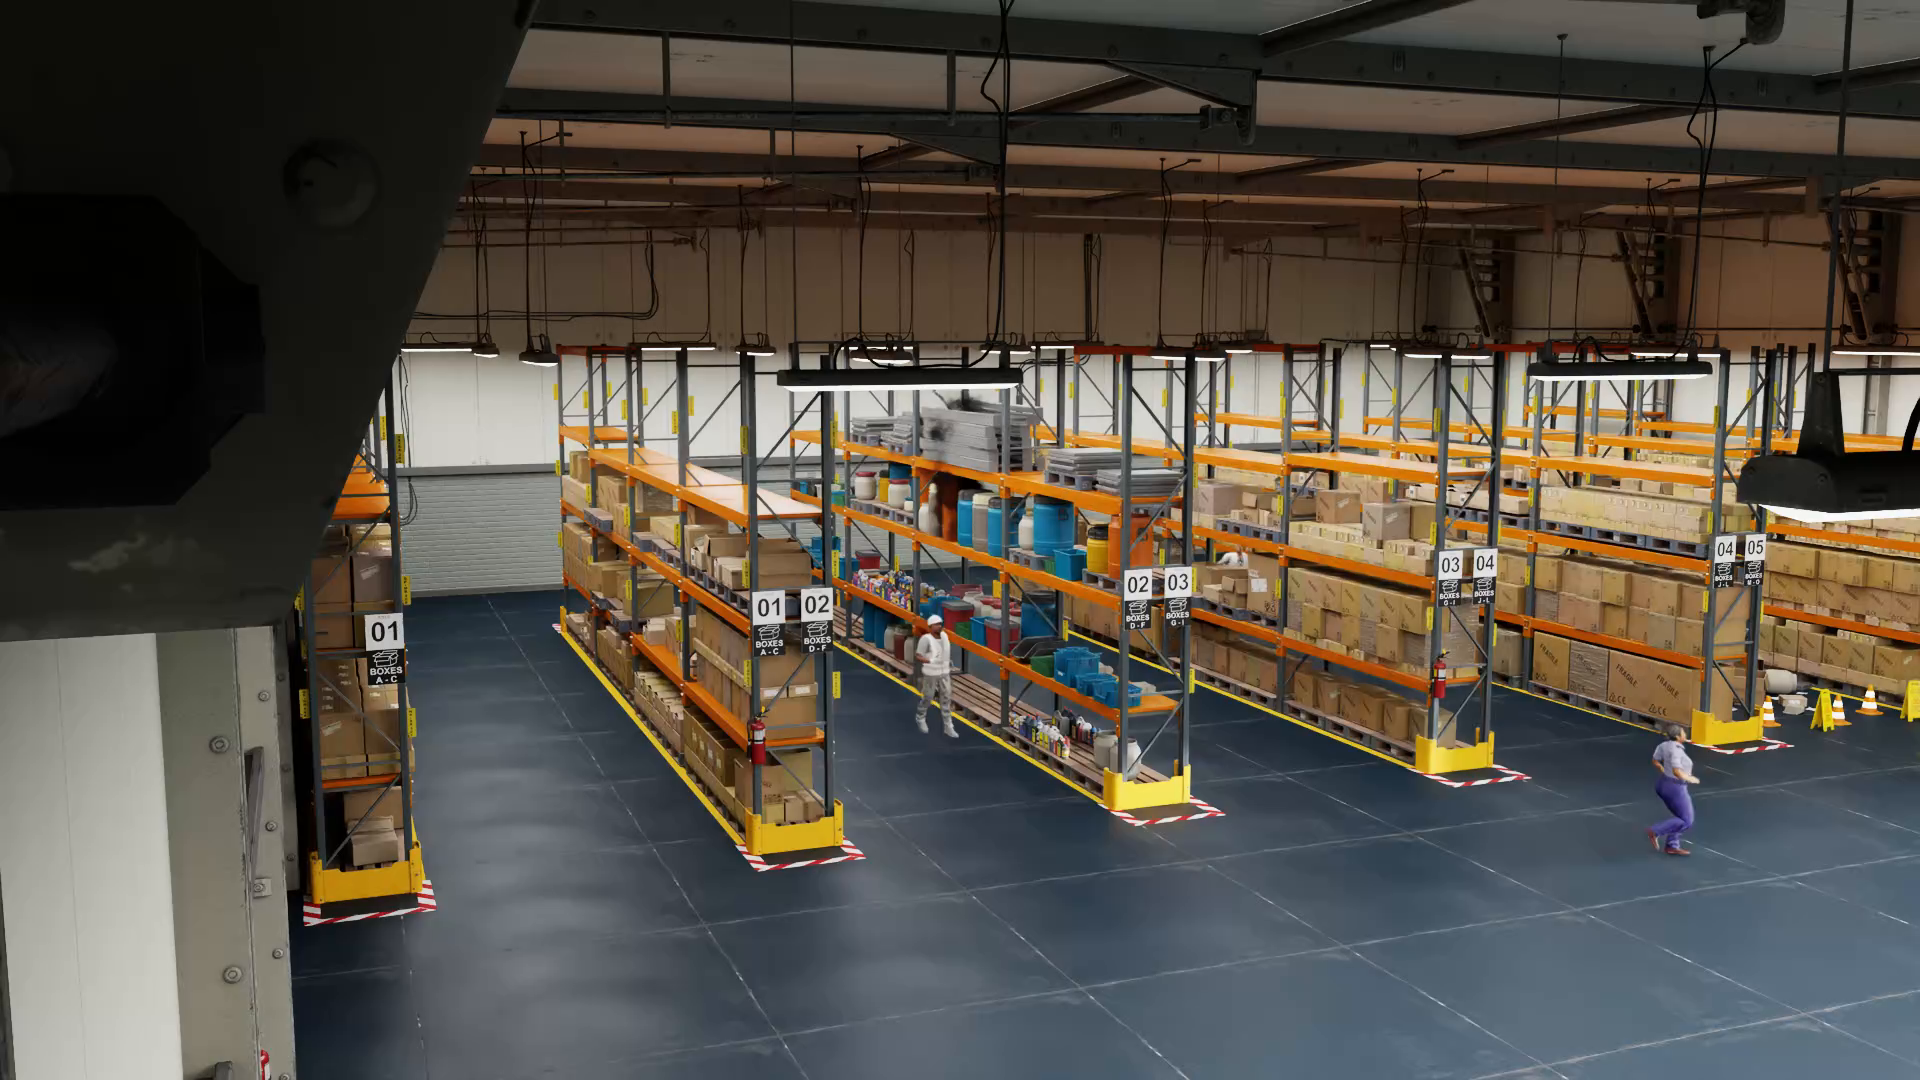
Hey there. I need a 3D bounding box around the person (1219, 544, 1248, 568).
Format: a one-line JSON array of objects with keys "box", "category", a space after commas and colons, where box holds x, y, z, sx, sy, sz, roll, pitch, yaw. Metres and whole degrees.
[{"box": [5.996, 0.931, 35.770, 0.670, 1.818, 0.783, -3, 8, -19], "category": "person"}]

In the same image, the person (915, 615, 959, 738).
[{"box": [-0.356, 2.016, 24.679, 0.665, 1.821, 0.911, -5, 9, -37], "category": "person"}]

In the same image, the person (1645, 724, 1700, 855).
[{"box": [8.540, 3.013, 20.017, 0.608, 1.585, 0.607, 0, 7, 0], "category": "person"}]
